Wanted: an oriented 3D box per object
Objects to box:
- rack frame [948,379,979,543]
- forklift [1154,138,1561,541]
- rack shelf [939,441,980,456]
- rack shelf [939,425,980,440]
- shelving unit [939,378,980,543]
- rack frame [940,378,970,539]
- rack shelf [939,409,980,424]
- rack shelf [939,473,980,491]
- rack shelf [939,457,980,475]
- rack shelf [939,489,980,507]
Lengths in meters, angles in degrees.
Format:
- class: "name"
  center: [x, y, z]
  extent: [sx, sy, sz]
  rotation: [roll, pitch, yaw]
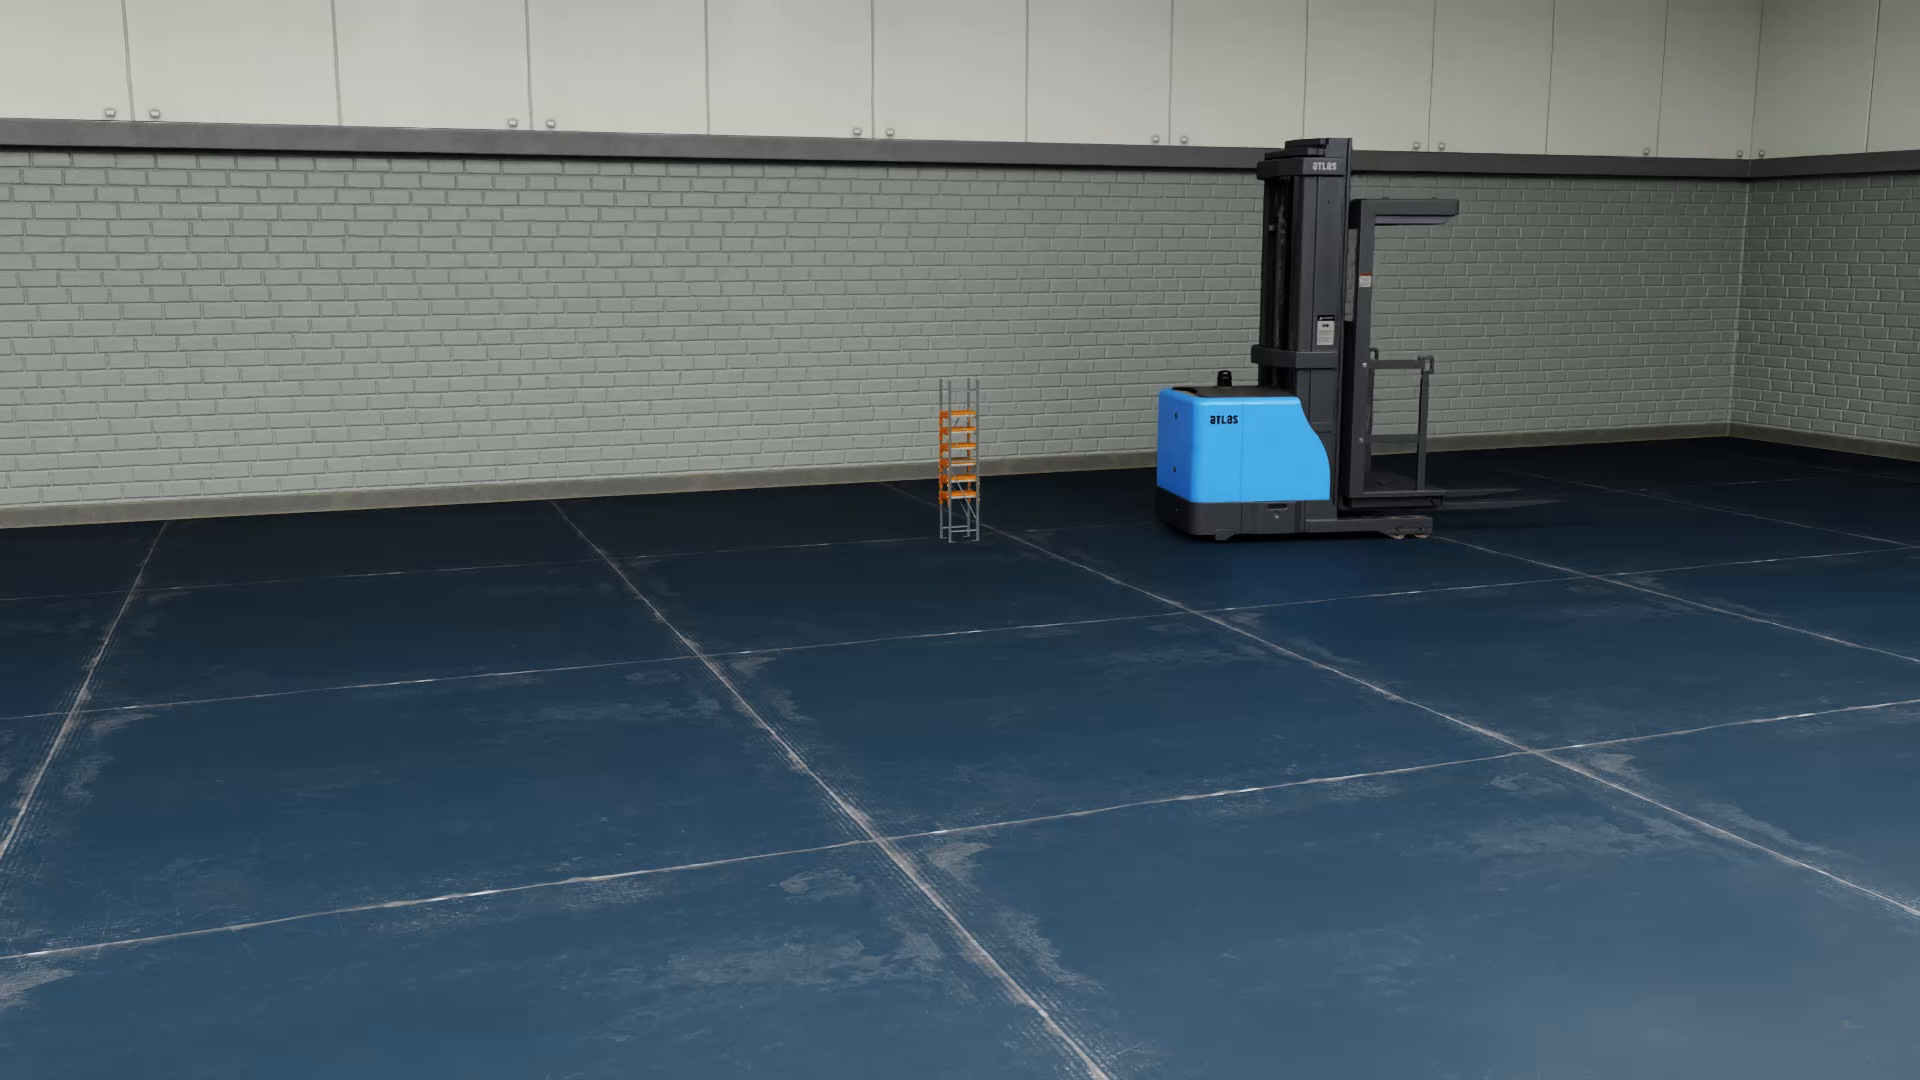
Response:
- class: "rack frame"
  center: [0.028, -0.578, 12.244]
  extent: [0.240, 1.200, 0.006]
  rotation: [-4, 11, -21]
- class: "forklift"
  center: [3.099, -1.539, 12.702]
  extent: [3.031, 2.935, 1.130]
  rotation: [-2, 10, -10]
- class: "rack shelf"
  center: [-0.005, -0.667, 12.315]
  extent: [0.258, 0.103, 0.180]
  rotation: [-4, 11, -21]
- class: "rack shelf"
  center: [-0.005, -0.786, 12.294]
  extent: [0.258, 0.103, 0.180]
  rotation: [-4, 11, -21]
- class: "shelving unit"
  center: [-0.005, -0.593, 12.328]
  extent: [0.258, 1.200, 0.189]
  rotation: [-4, 11, -21]
- class: "rack frame"
  center: [-0.038, -0.608, 12.412]
  extent: [0.240, 1.200, 0.006]
  rotation: [-4, 11, -21]
- class: "rack shelf"
  center: [-0.005, -0.904, 12.273]
  extent: [0.258, 0.103, 0.180]
  rotation: [-4, 11, -21]
- class: "rack shelf"
  center: [-0.005, -0.431, 12.357]
  extent: [0.258, 0.103, 0.180]
  rotation: [-4, 11, -21]
- class: "rack shelf"
  center: [-0.005, -0.549, 12.336]
  extent: [0.258, 0.103, 0.180]
  rotation: [-4, 11, -21]
- class: "rack shelf"
  center: [-0.005, -0.313, 12.378]
  extent: [0.258, 0.103, 0.180]
  rotation: [-4, 11, -21]
